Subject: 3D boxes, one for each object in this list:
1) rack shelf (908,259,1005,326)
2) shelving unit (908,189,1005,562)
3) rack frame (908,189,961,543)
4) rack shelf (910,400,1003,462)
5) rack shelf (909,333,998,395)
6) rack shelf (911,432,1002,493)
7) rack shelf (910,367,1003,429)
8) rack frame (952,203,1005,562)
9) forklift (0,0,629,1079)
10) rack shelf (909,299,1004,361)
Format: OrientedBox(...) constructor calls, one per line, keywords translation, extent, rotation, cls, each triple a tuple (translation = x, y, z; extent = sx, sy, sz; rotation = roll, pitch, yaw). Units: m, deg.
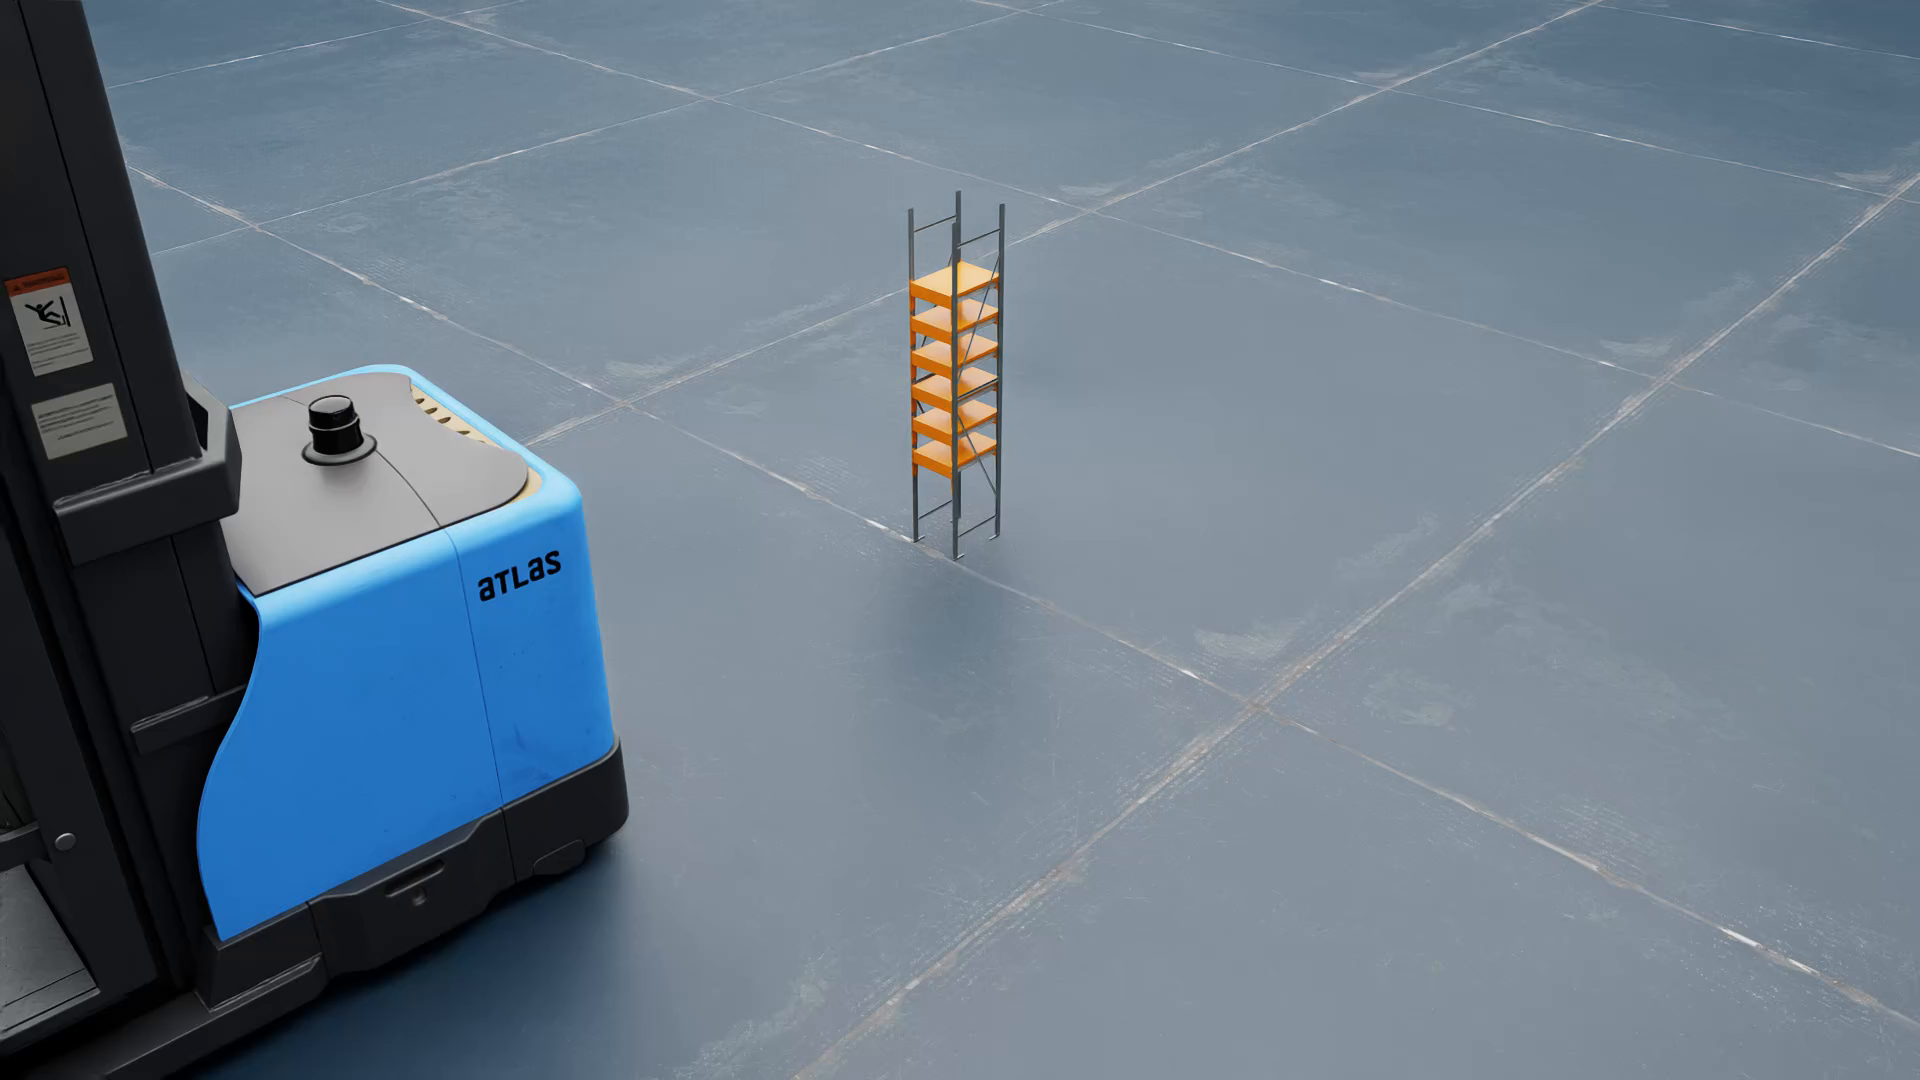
OrientedBox(translation=(-0.011, -0.789, 5.286), extent=(0.180, 0.103, 0.258), rotation=(25, 39, 35), cls="rack shelf")
OrientedBox(translation=(-0.011, -0.519, 5.449), extent=(0.189, 1.200, 0.258), rotation=(25, 39, 35), cls="shelving unit")
OrientedBox(translation=(-0.079, -0.551, 5.501), extent=(0.006, 1.200, 0.240), rotation=(25, 39, 35), cls="rack frame")
OrientedBox(translation=(-0.011, -0.378, 5.534), extent=(0.180, 0.103, 0.258), rotation=(25, 39, 35), cls="rack shelf")
OrientedBox(translation=(-0.011, -0.584, 5.410), extent=(0.180, 0.103, 0.258), rotation=(25, 39, 35), cls="rack shelf")
OrientedBox(translation=(-0.011, -0.275, 5.596), extent=(0.180, 0.103, 0.258), rotation=(25, 39, 35), cls="rack shelf")
OrientedBox(translation=(-0.011, -0.481, 5.472), extent=(0.180, 0.103, 0.258), rotation=(25, 39, 35), cls="rack shelf")
OrientedBox(translation=(0.057, -0.487, 5.396), extent=(0.006, 1.200, 0.240), rotation=(25, 39, 35), cls="rack frame")
OrientedBox(translation=(-2.310, -0.140, 3.142), extent=(3.031, 2.935, 1.130), rotation=(-25, 39, -35), cls="forklift")
OrientedBox(translation=(-0.011, -0.687, 5.348), extent=(0.180, 0.103, 0.258), rotation=(25, 39, 35), cls="rack shelf")
